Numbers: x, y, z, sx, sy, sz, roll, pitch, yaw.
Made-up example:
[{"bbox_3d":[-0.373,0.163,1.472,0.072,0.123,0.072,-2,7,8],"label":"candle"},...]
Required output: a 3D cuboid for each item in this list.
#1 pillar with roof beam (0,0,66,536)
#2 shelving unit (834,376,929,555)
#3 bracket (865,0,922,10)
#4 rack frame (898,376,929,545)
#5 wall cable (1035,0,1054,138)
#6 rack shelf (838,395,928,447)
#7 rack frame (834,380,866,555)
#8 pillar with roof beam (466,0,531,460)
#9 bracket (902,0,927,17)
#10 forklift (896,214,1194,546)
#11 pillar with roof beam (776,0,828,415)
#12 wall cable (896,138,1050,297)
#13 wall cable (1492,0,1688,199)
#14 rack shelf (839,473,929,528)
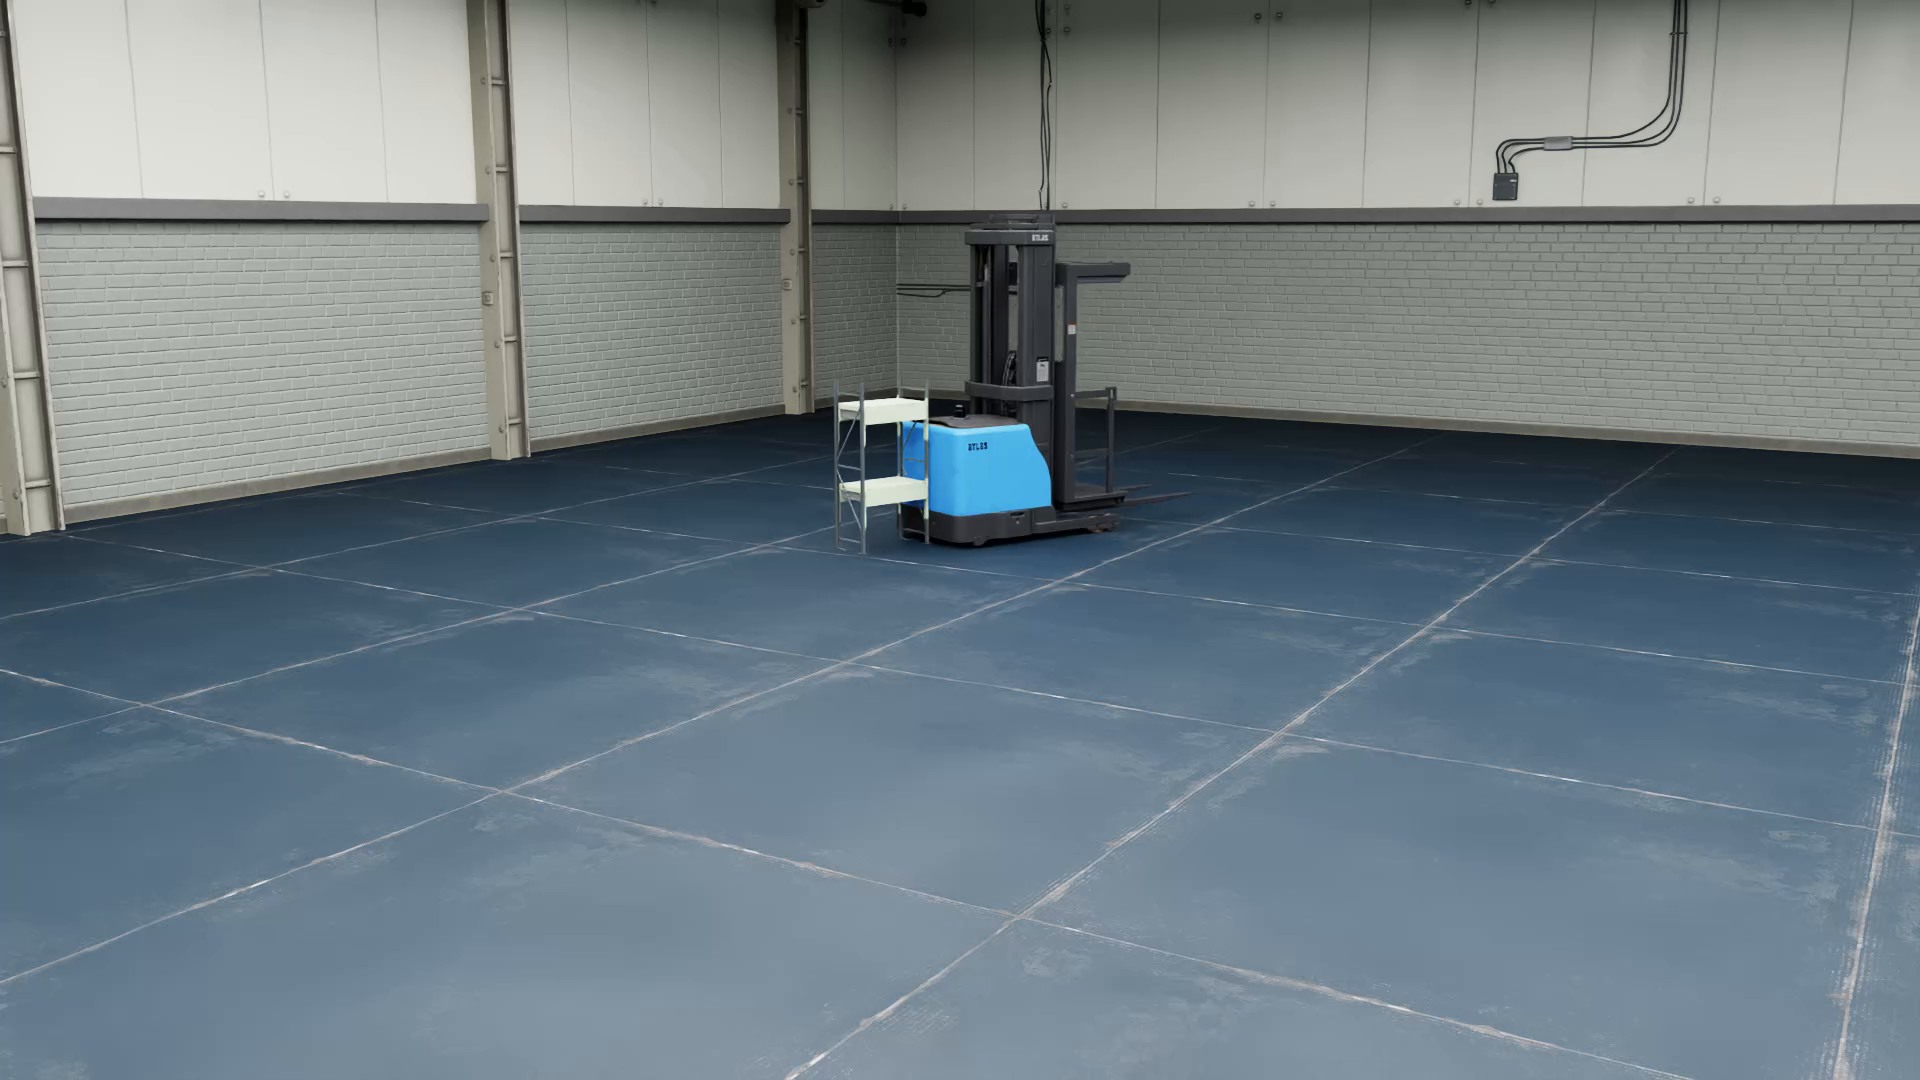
[{"bbox_3d":[-5.044,-4.097,12.680,9.100,9.000,0.400,6,12,31],"label":"pillar with roof beam"},{"bbox_3d":[-0.691,-0.675,14.781,0.755,1.500,0.431,-9,14,-41],"label":"shelving unit"},{"bbox_3d":[-1.051,-8.476,26.289,0.076,0.066,3.189,6,12,31],"label":"bracket"},{"bbox_3d":[-0.417,-0.720,15.019,0.023,1.500,0.400,-9,14,-41],"label":"rack frame"},{"bbox_3d":[2.478,-7.430,25.199,3.097,2.526,0.112,6,12,31],"label":"wall cable"},{"bbox_3d":[-0.691,-1.059,14.709,0.720,0.370,0.431,-9,14,-41],"label":"rack shelf"},{"bbox_3d":[-0.966,-0.631,14.543,0.023,1.500,0.400,-9,14,-41],"label":"rack frame"},{"bbox_3d":[-1.929,-5.041,17.721,9.100,9.000,0.400,6,12,31],"label":"pillar with roof beam"},{"bbox_3d":[-0.744,-8.569,26.785,0.235,0.232,0.430,6,12,31],"label":"bracket"},{"bbox_3d":[0.904,-1.576,15.703,3.031,2.935,1.130,-8,13,-35],"label":"forklift"},{"bbox_3d":[1.186,-5.984,22.761,9.100,9.000,0.548,6,12,31],"label":"pillar with roof beam"},{"bbox_3d":[0.166,-5.206,27.044,3.097,2.526,0.112,6,12,31],"label":"wall cable"},{"bbox_3d":[8.272,-7.495,21.587,2.305,6.003,0.169,6,12,31],"label":"wall cable"},{"bbox_3d":[-0.691,-0.355,14.841,0.720,0.370,0.431,-9,14,-41],"label":"rack shelf"}]
